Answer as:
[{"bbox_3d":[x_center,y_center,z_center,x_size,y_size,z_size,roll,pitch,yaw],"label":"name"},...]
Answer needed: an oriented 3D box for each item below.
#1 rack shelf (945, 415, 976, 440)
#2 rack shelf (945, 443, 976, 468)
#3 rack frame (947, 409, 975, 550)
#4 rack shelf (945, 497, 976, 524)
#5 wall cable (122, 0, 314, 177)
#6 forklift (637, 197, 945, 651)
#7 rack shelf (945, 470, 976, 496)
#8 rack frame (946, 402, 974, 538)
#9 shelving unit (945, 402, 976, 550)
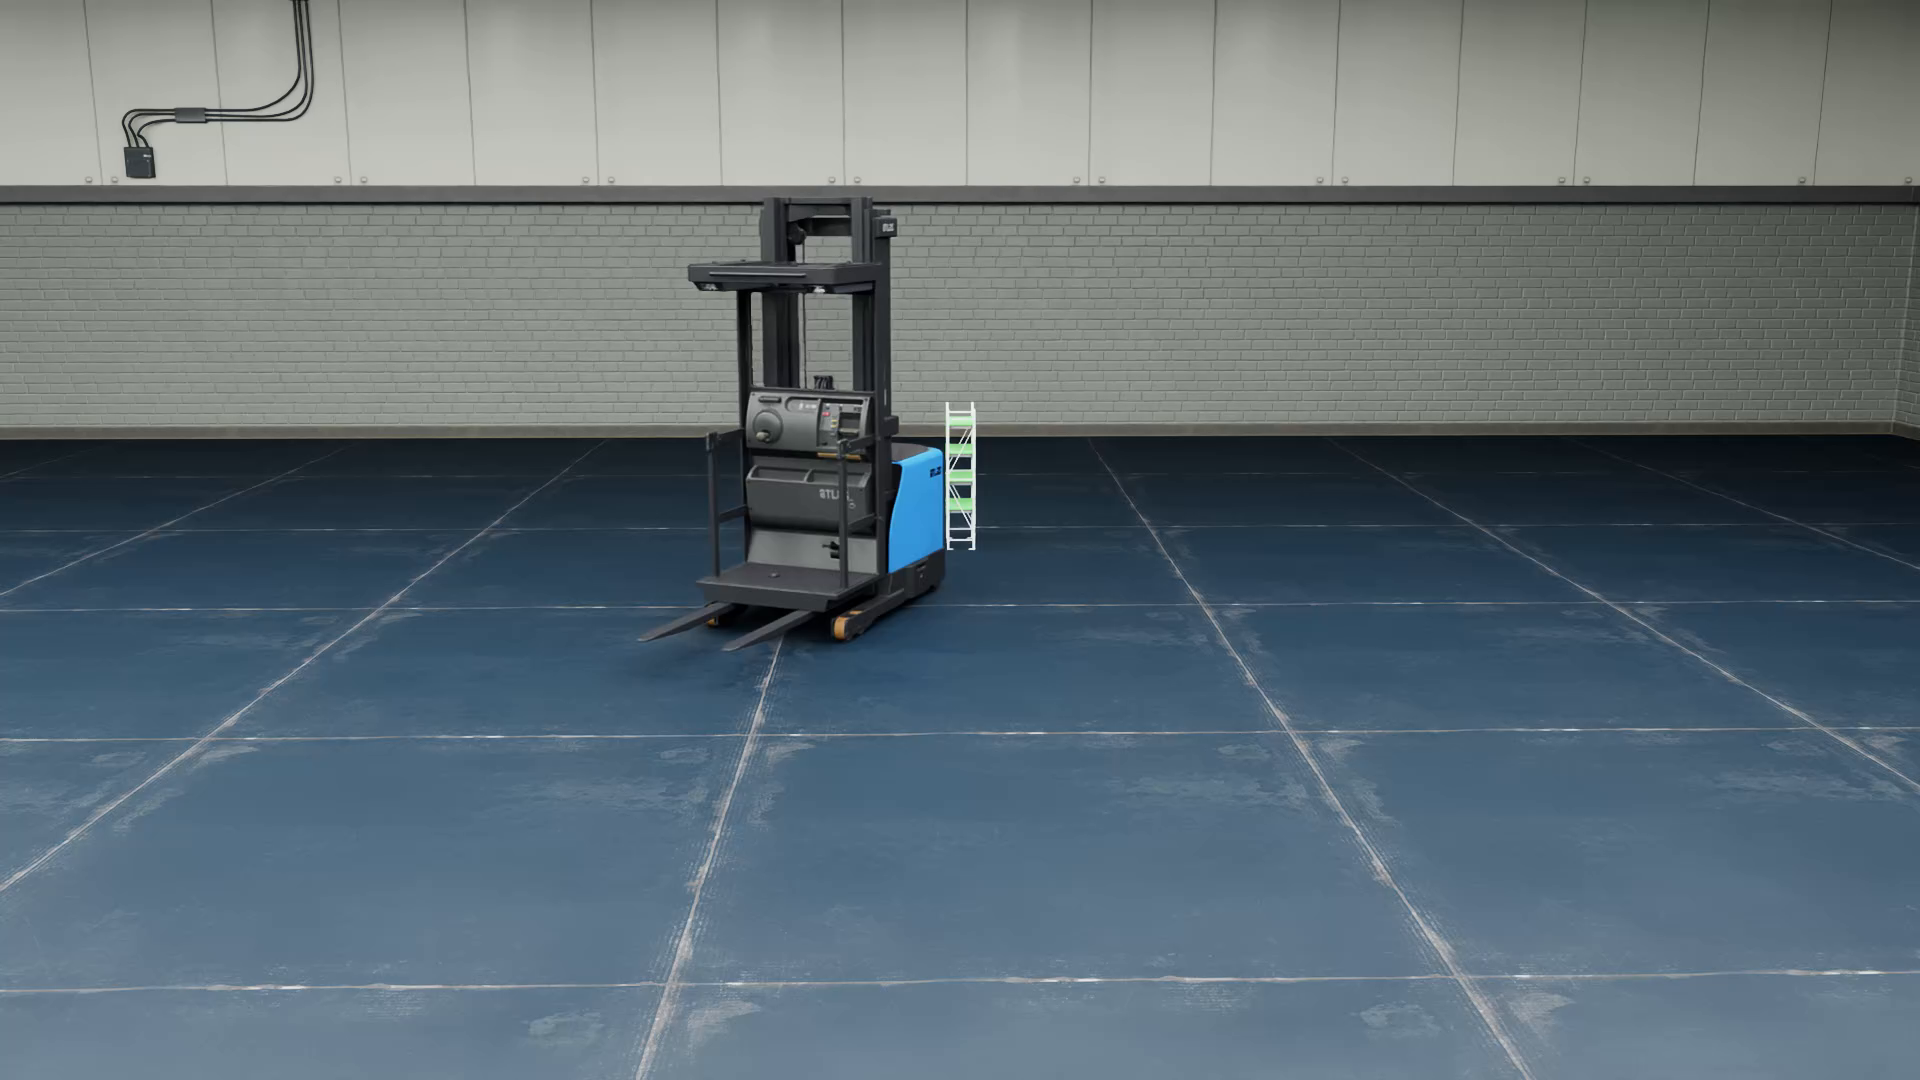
[{"bbox_3d":[0.003,-0.963,14.195,0.258,0.148,0.480,0,11,-1],"label":"rack shelf"},{"bbox_3d":[0.003,-0.728,14.243,0.258,0.148,0.480,0,11,-1],"label":"rack shelf"},{"bbox_3d":[0.008,-0.507,14.039,0.240,1.200,0.015,0,11,-1],"label":"rack frame"},{"bbox_3d":[0.003,-0.257,14.338,0.258,0.148,0.480,0,11,-1],"label":"rack shelf"},{"bbox_3d":[-8.908,-7.335,19.527,2.305,6.003,0.169,0,11,-1],"label":"wall cable"},{"bbox_3d":[-1.138,-0.849,11.374,1.130,2.935,3.031,5,12,22],"label":"forklift"},{"bbox_3d":[0.003,-0.492,14.290,0.258,0.148,0.480,0,11,-1],"label":"rack shelf"},{"bbox_3d":[-0.002,-0.604,14.517,0.240,1.200,0.015,0,11,-1],"label":"rack frame"},{"bbox_3d":[0.003,-0.555,14.278,0.258,1.200,0.503,0,11,-1],"label":"shelving unit"}]
